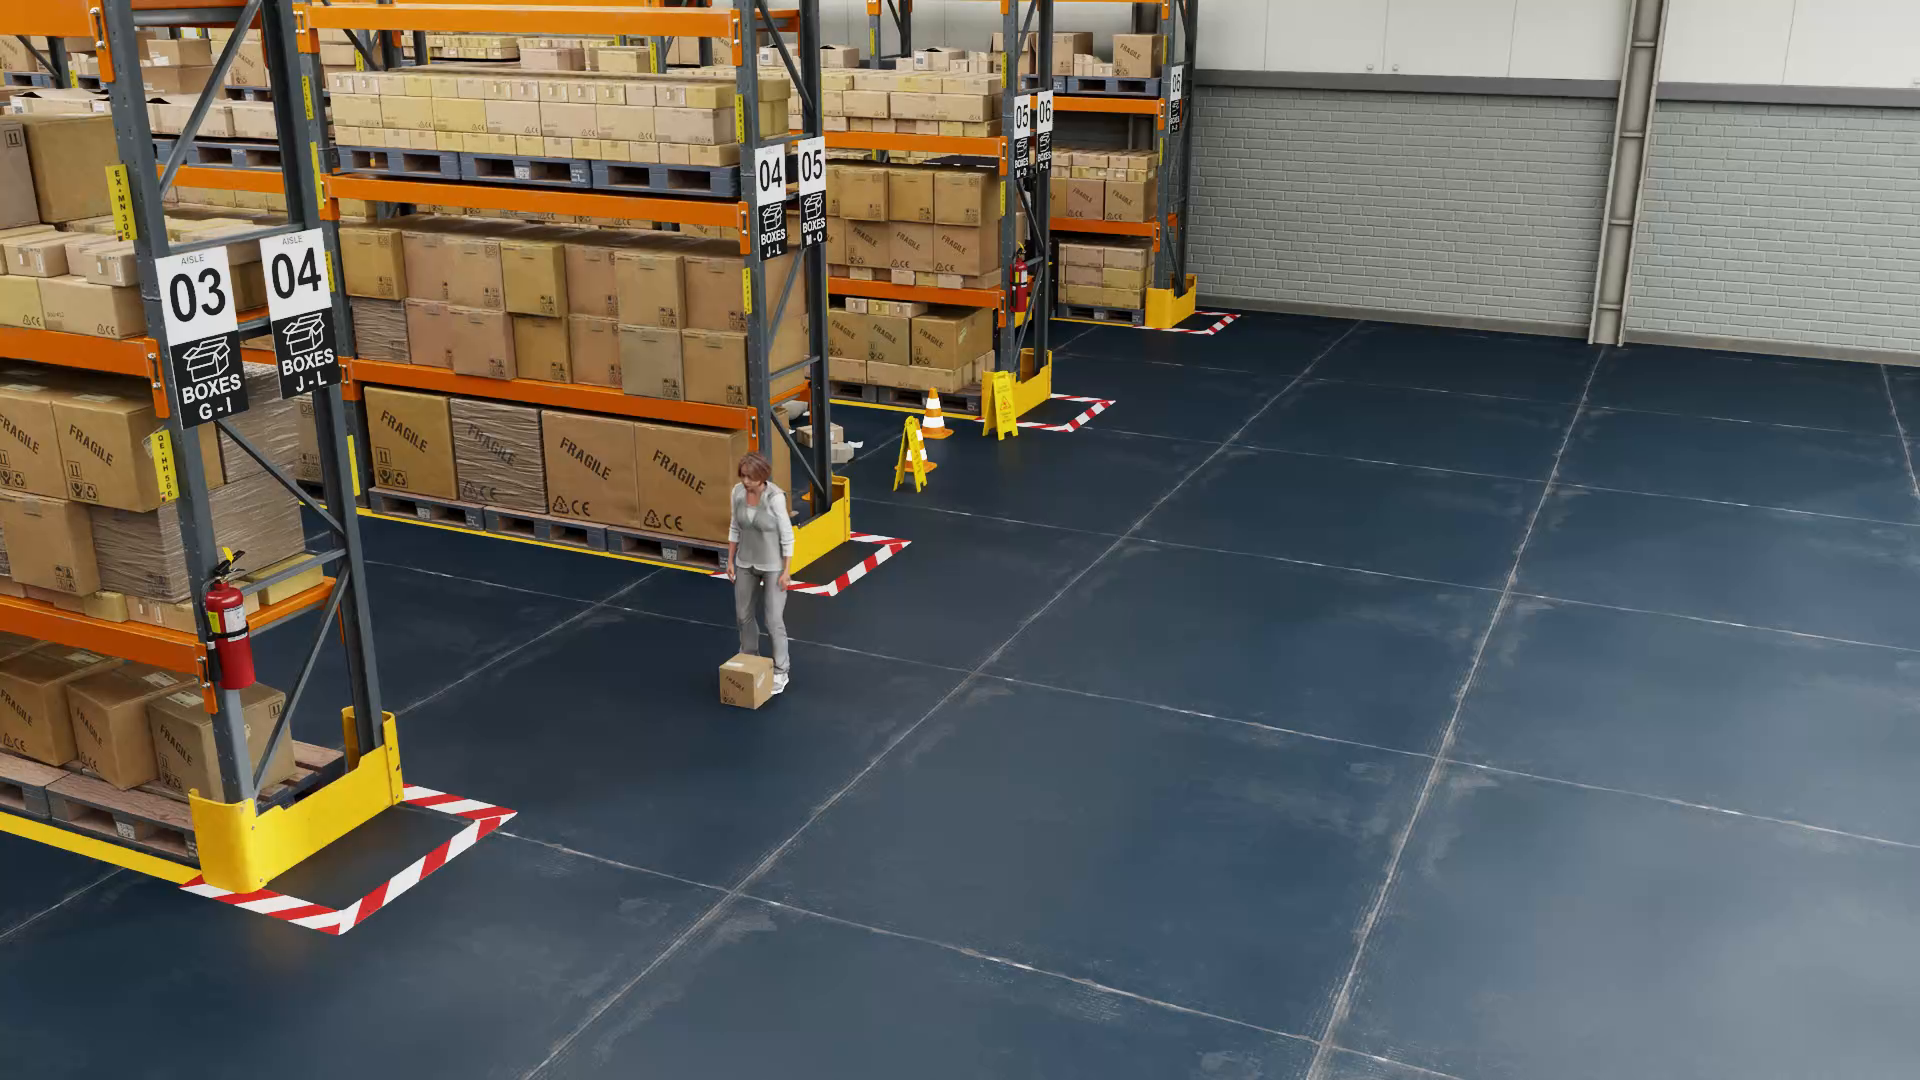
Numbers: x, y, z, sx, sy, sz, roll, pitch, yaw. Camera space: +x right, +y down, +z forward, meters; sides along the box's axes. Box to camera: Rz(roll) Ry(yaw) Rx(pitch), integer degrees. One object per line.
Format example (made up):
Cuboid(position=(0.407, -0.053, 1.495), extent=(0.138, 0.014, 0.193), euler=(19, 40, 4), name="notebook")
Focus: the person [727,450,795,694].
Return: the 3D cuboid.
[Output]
Cuboid(position=(-1.265, 0.188, 10.548), extent=(0.465, 1.593, 0.348), euler=(8, 21, 22), name="person")
